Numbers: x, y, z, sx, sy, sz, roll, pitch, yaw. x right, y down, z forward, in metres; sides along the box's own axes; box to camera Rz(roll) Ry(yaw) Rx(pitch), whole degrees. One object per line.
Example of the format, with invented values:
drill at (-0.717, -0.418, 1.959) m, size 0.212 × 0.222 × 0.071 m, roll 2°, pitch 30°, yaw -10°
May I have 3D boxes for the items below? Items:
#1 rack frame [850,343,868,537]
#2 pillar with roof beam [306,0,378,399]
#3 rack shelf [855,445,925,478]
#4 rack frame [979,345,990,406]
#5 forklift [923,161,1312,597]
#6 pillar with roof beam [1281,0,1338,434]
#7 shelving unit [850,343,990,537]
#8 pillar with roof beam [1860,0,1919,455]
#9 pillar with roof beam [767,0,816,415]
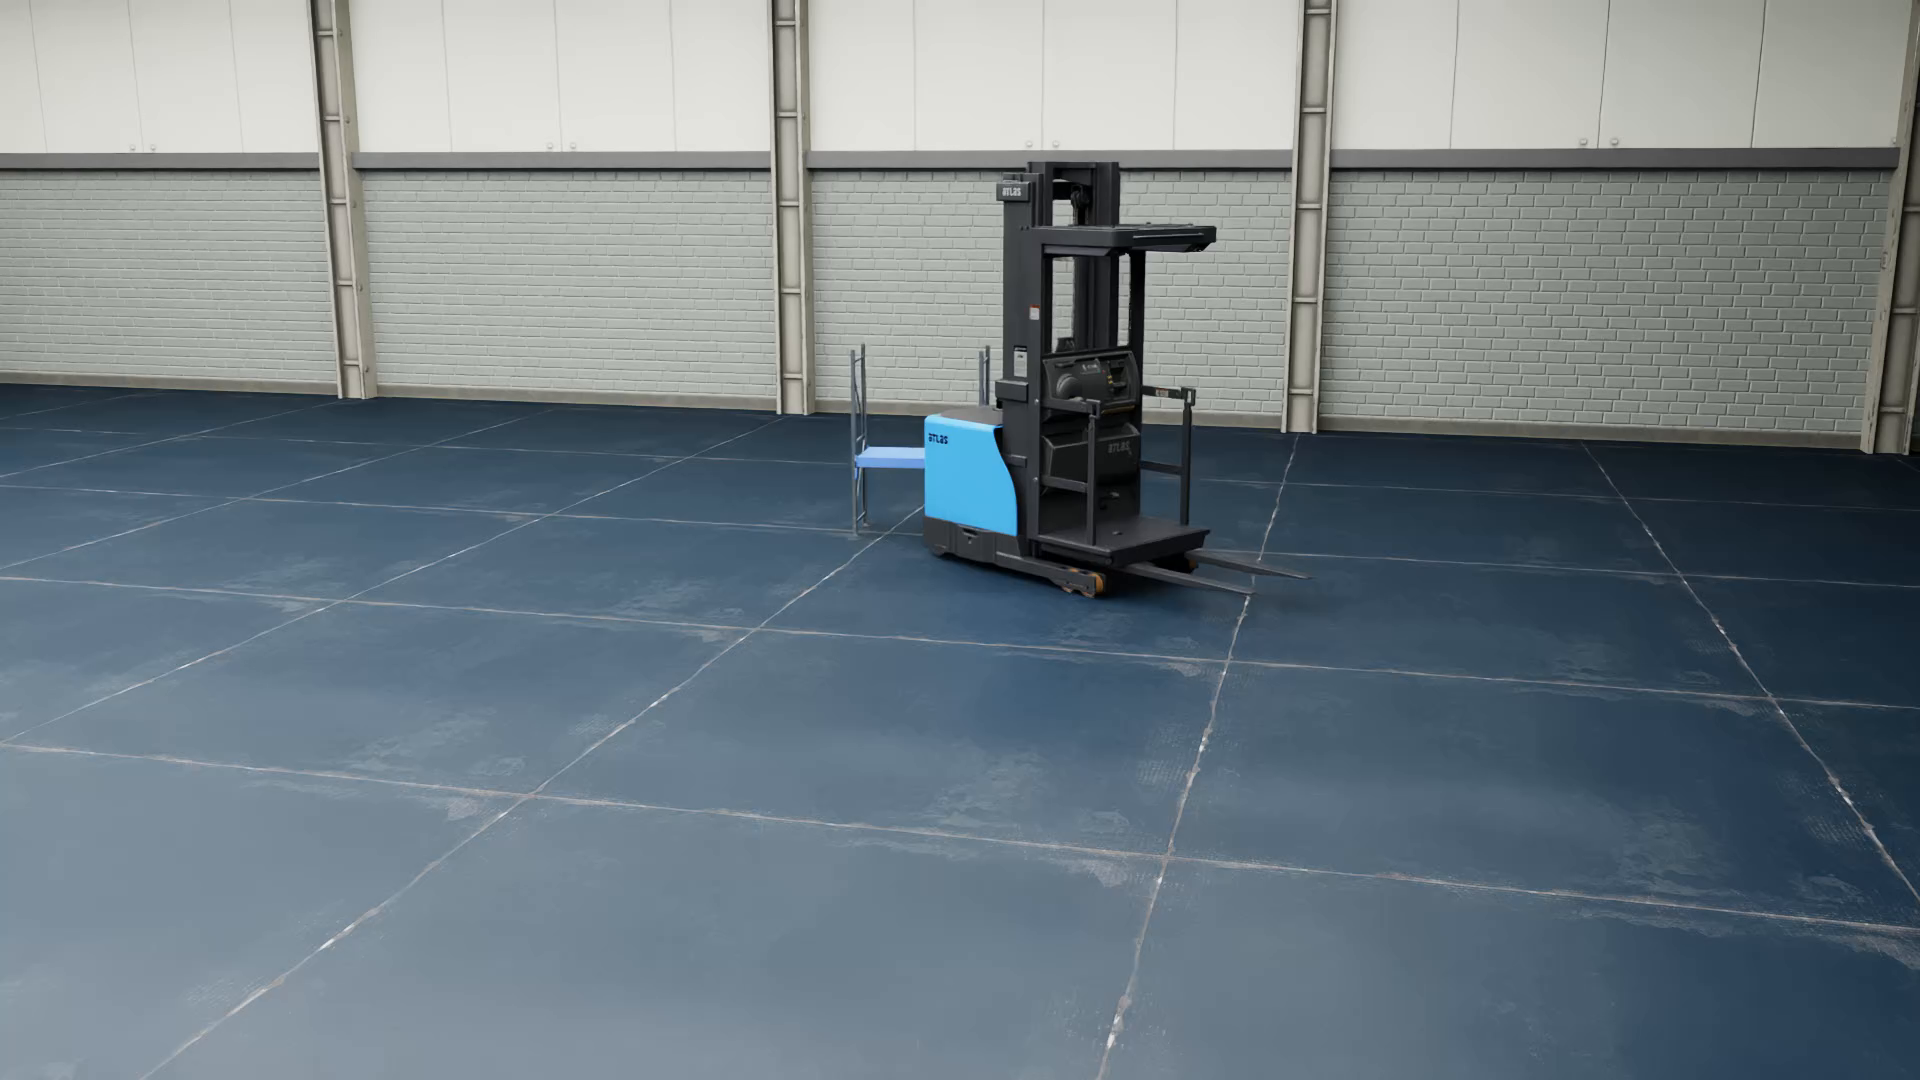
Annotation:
rack frame at (-0.813, -0.812, 13.429) m, size 0.032 × 1.500 × 0.500 m, roll 2°, pitch 13°, yaw 7°
pillar with roof beam at (-8.844, -5.344, 16.545) m, size 0.400 × 9.000 × 9.100 m, roll 3°, pitch 13°, yaw 14°
rack shelf at (-0.309, -0.622, 13.407) m, size 1.000 × 0.185 × 0.538 m, roll 2°, pitch 13°, yaw 7°
rack frame at (0.196, -0.785, 13.307) m, size 0.032 × 1.500 × 0.500 m, roll 2°, pitch 13°, yaw 7°
forklift at (1.085, -1.160, 11.695) m, size 1.130 × 2.935 × 3.031 m, roll -11°, pitch 17°, yaw -41°
pillar with roof beam at (2.806, -4.721, 13.739) m, size 0.400 × 9.000 × 9.100 m, roll 3°, pitch 13°, yaw 14°
shelving unit at (-0.309, -0.798, 13.368) m, size 1.048 × 1.500 × 0.538 m, roll 2°, pitch 13°, yaw 7°
pillar with roof beam at (8.631, -4.410, 12.335) m, size 0.400 × 9.000 × 9.100 m, roll 3°, pitch 13°, yaw 14°
pillar with roof beam at (-3.019, -5.033, 15.142) m, size 0.400 × 9.000 × 9.100 m, roll 3°, pitch 13°, yaw 14°
